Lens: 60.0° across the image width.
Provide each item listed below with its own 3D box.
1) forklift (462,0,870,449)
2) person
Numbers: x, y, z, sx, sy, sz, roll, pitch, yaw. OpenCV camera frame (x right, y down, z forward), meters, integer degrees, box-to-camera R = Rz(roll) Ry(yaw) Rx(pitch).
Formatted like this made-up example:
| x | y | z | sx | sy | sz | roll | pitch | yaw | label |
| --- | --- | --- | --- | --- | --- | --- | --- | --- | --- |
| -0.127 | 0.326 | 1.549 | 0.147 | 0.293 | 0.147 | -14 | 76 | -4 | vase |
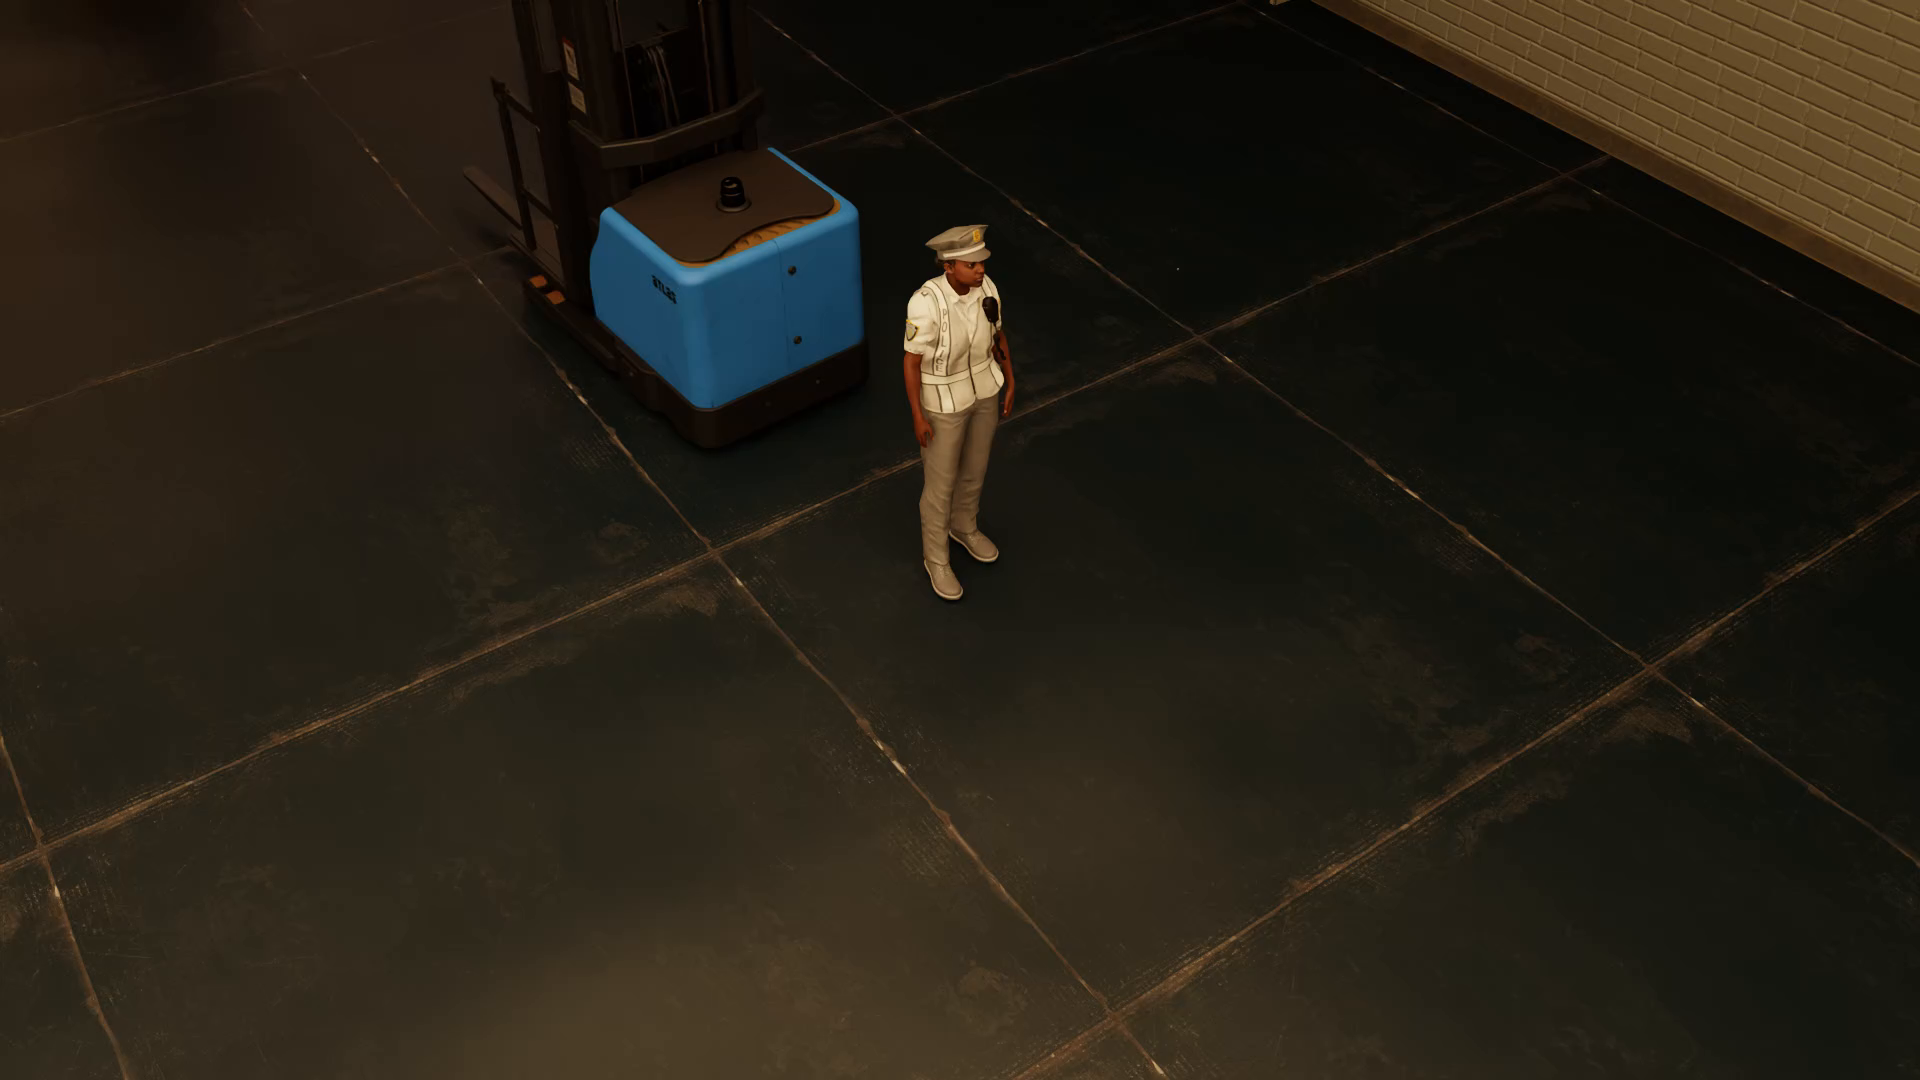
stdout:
| x | y | z | sx | sy | sz | roll | pitch | yaw | label |
| --- | --- | --- | --- | --- | --- | --- | --- | --- | --- |
| -1.783 | -2.474 | 8.400 | 1.130 | 2.935 | 3.031 | -28 | 50 | -27 | forklift |
| 0.027 | -0.579 | 7.245 | 0.570 | 1.697 | 0.528 | -25 | 48 | -25 | person |
